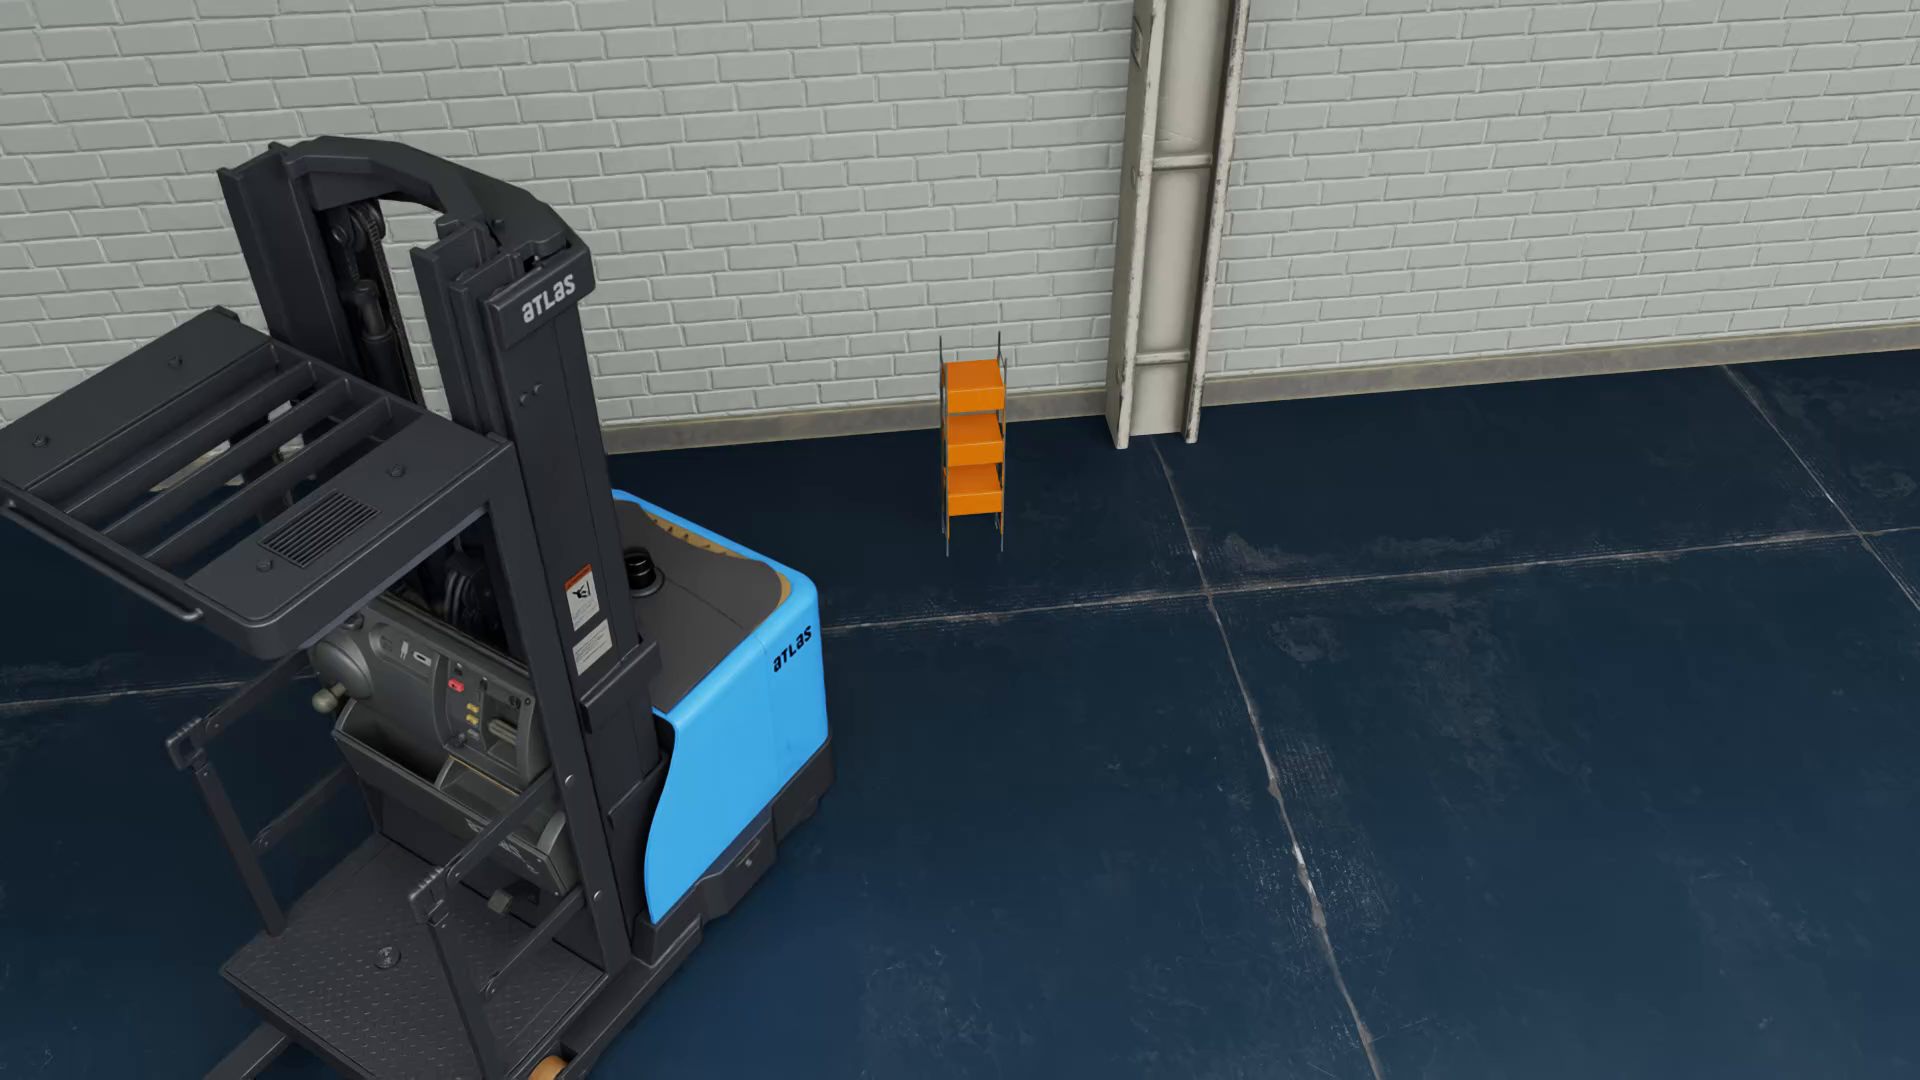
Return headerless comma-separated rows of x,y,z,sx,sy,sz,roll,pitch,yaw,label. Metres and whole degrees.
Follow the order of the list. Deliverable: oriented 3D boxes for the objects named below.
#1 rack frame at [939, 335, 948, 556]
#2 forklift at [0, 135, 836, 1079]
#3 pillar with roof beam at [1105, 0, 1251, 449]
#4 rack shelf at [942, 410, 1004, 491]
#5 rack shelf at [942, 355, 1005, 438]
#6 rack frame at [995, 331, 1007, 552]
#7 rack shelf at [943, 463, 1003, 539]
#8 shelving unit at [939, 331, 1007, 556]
-0.068,-0.384,7.107,0.008,1.050,0.200,-5,42,-6,rack frame
-1.697,0.501,4.721,1.130,2.935,3.031,23,47,24,forklift
1.482,-1.037,1.896,0.400,9.000,9.100,-5,42,-6,pillar with roof beam
0.053,-0.387,7.126,0.240,0.259,0.215,-5,42,-6,rack shelf
0.053,-0.597,6.936,0.240,0.259,0.215,-5,42,-6,rack shelf
0.174,-0.405,7.130,0.008,1.050,0.200,-5,42,-6,rack frame
0.053,-0.180,7.312,0.240,0.259,0.215,-5,42,-6,rack shelf
0.053,-0.394,7.119,0.252,1.050,0.215,-5,42,-6,shelving unit
